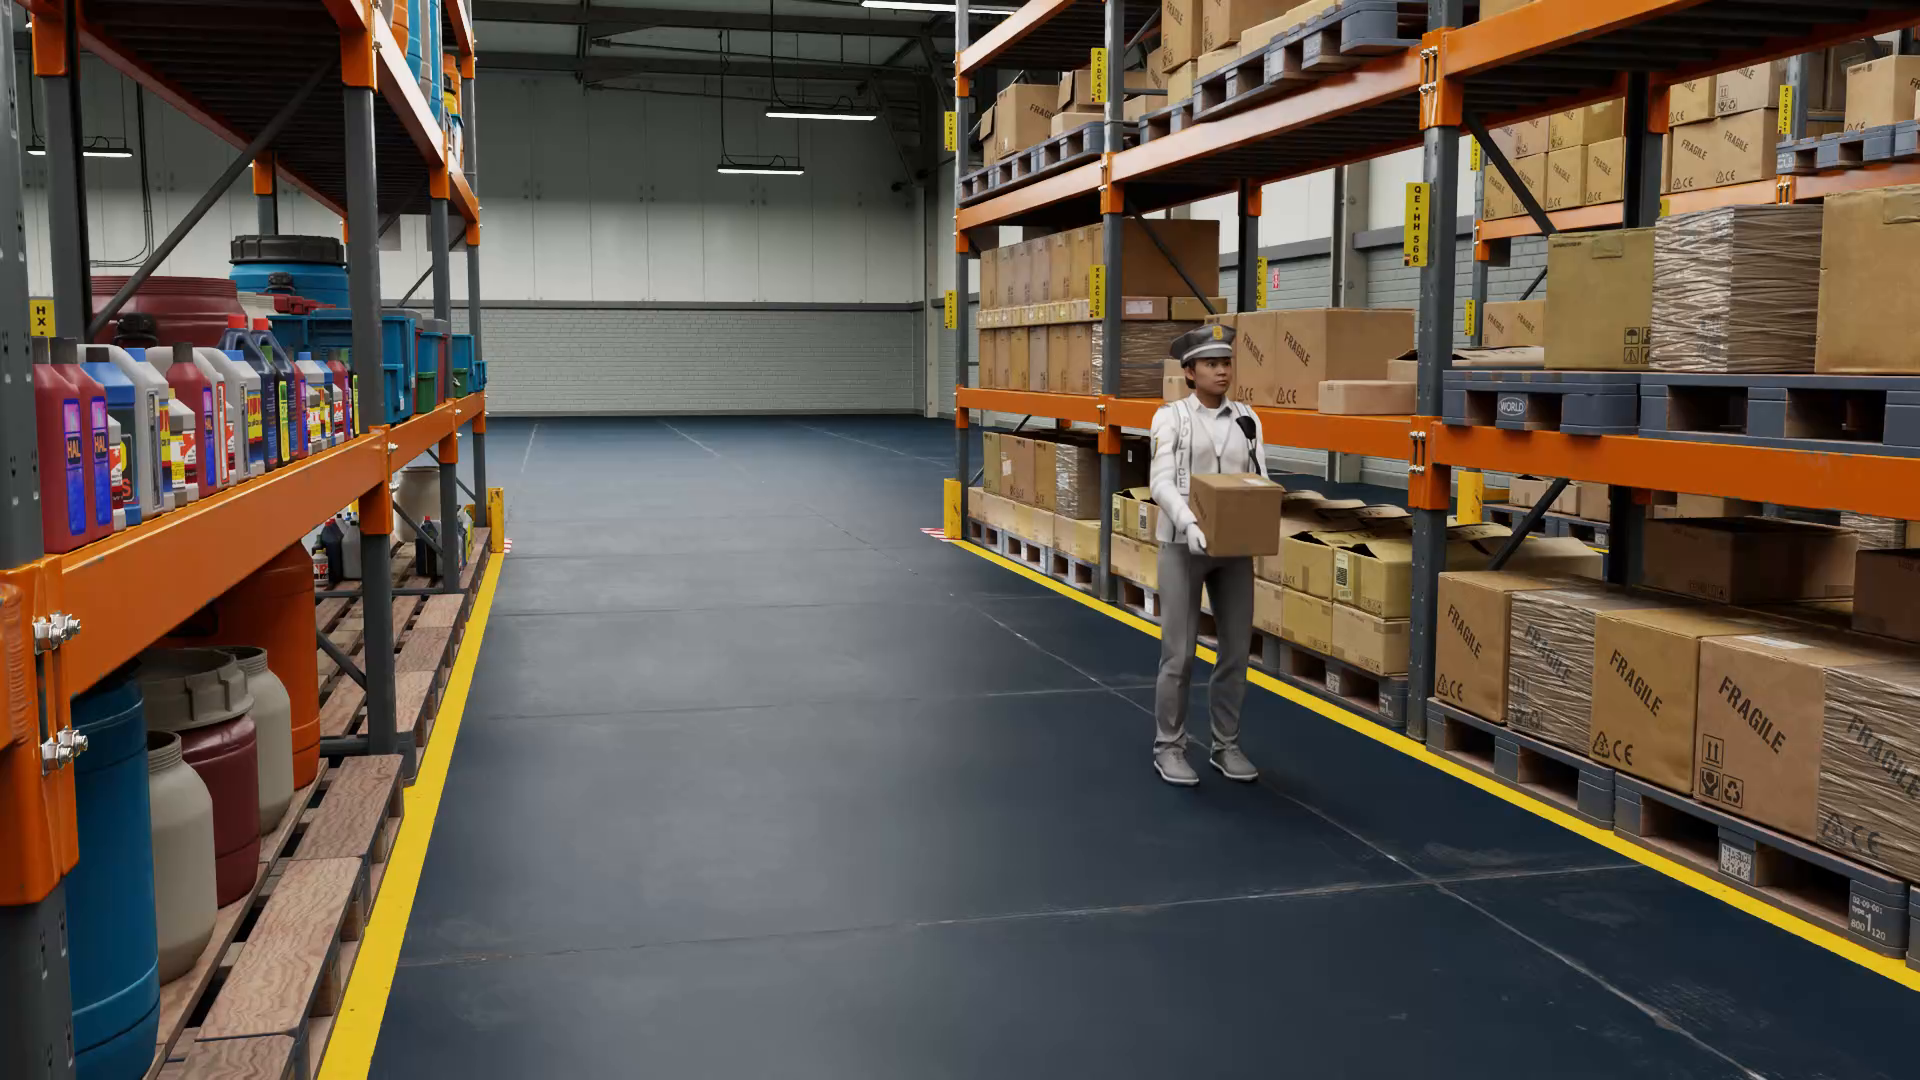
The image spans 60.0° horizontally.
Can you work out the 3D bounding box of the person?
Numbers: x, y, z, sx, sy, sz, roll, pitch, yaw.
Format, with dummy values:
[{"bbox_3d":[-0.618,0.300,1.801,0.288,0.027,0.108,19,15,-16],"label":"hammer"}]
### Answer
[{"bbox_3d":[0.926,0.052,6.102,0.459,1.686,0.549,-1,6,-13],"label":"person"}]
